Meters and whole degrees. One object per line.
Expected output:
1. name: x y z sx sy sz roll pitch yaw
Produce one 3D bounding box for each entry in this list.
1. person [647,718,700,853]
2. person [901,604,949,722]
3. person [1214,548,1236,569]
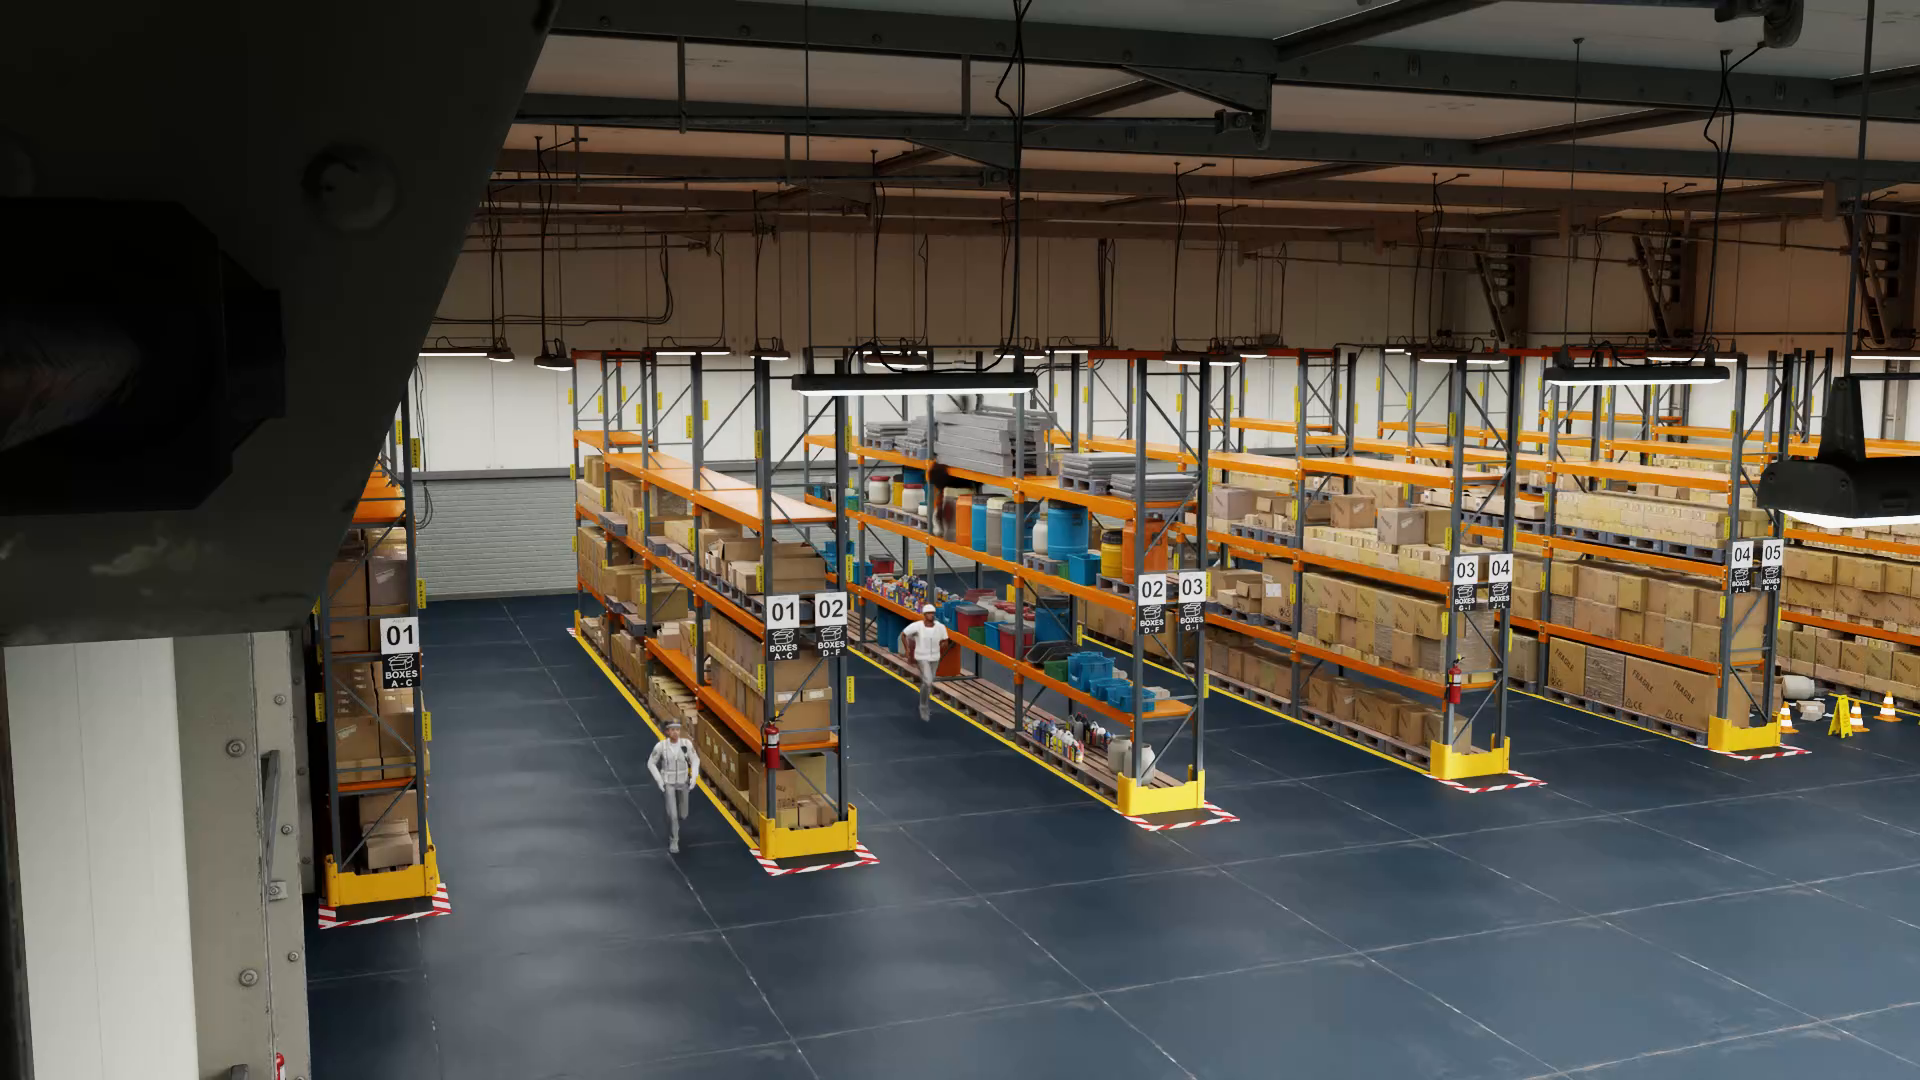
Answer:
1. person: -3.532 2.975 20.520 0.644 1.650 0.627 -3 8 -21
2. person: -0.494 1.928 26.242 0.685 1.845 0.681 -4 8 -29
3. person: 5.878 0.969 36.745 0.572 1.628 0.565 -3 8 -25
